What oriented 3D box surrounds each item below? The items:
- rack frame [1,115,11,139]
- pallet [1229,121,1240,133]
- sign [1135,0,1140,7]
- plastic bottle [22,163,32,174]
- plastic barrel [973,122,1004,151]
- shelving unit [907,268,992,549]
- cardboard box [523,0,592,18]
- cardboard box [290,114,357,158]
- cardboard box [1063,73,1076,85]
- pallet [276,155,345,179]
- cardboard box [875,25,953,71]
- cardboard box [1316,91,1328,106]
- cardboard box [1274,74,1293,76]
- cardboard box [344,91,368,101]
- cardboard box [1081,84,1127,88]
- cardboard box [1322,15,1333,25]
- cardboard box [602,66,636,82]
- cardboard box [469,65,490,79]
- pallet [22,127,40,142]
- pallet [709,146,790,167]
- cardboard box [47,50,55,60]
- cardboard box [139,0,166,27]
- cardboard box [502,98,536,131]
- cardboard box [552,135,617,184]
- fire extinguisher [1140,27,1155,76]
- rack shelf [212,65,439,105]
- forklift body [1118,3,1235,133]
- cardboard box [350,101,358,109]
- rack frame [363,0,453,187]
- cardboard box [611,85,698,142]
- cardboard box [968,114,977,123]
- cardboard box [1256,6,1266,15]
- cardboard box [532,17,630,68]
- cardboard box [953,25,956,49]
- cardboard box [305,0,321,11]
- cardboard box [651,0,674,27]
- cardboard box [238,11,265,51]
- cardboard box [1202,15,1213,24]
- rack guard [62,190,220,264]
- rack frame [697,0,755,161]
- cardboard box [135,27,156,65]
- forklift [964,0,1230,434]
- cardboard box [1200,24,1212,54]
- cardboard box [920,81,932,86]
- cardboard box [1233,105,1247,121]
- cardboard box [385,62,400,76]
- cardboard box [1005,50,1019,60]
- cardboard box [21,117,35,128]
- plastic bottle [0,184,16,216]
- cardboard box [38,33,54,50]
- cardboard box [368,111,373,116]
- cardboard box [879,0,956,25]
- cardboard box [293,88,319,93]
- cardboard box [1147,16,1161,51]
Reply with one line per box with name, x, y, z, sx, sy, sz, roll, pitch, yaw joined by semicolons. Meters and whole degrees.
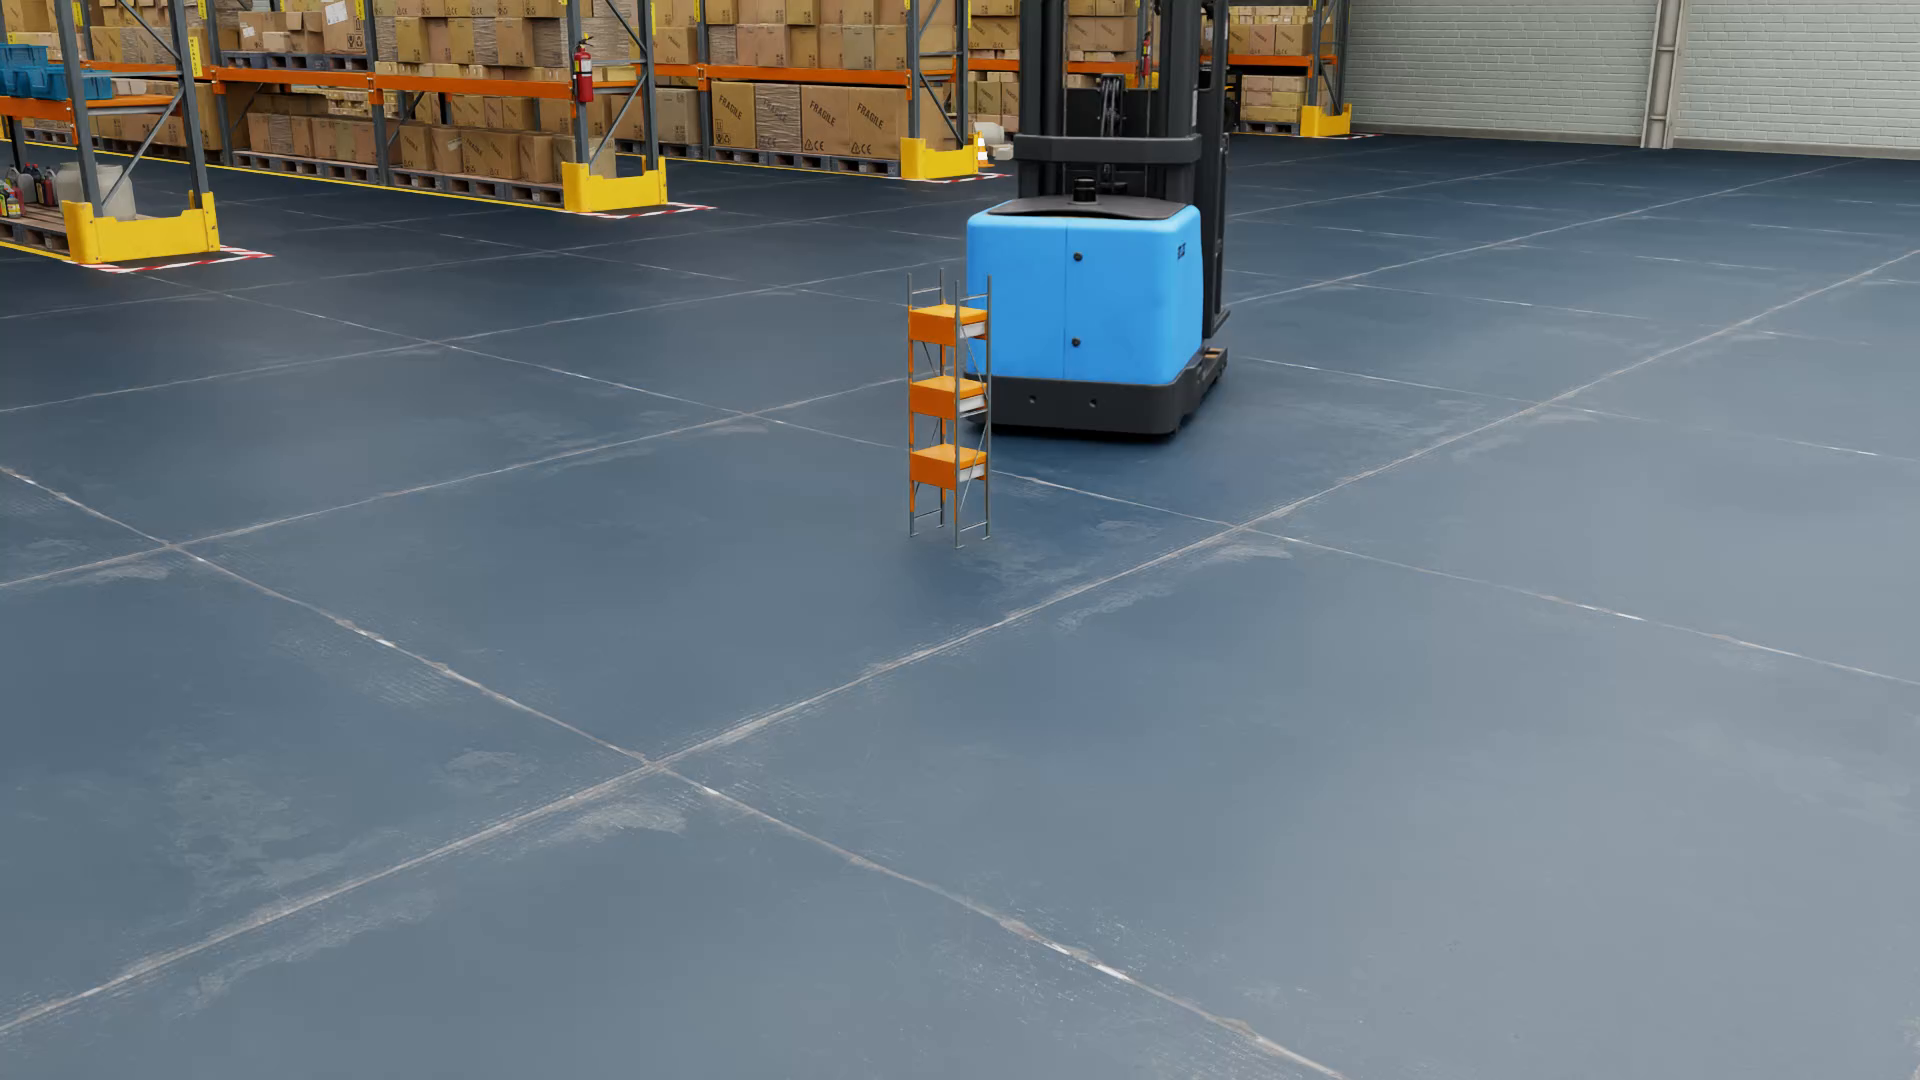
rack frame;-15.608;-8.217;27.545;0.127;3.000;1.000;15;23;39
pallet;4.721;-7.431;29.676;1.213;0.211;1.003;15;23;39
sign;2.554;-7.828;23.881;0.005;0.325;0.100;15;23;39
plastic bottle;-9.247;-3.570;16.554;0.185;0.351;0.144;14;23;38
plastic barrel;0.387;-6.091;25.105;0.512;0.421;0.421;-3;18;-8
shelving unit;-0.040;-0.511;6.487;0.252;1.050;0.215;15;23;39
cardboard box;-4.216;-5.725;17.383;0.500;0.500;0.500;15;23;39
cardboard box;-8.258;-5.278;21.690;0.700;0.500;0.500;-16;24;-41
cardboard box;1.660;-7.015;25.295;0.250;0.149;0.380;16;23;40
pallet;-8.133;-4.880;21.638;1.213;0.211;1.003;15;23;39
cardboard box;-0.581;-6.242;21.074;0.550;0.550;0.875;15;23;39
cardboard box;6.015;-7.640;28.751;0.500;0.250;0.500;16;23;40
cardboard box;5.619;-7.976;28.982;0.500;0.250;0.500;15;23;39
cardboard box;-10.712;-7.899;29.577;0.250;0.149;0.380;14;22;37
cardboard box;2.165;-6.596;25.047;0.500;0.500;0.500;15;23;40
cardboard box;6.147;-8.854;28.315;0.250;0.149;0.380;14;23;38
cardboard box;-3.696;-4.996;17.811;0.250;0.149;0.380;15;23;39
cardboard box;-5.183;-5.173;18.368;0.250;0.149;0.380;15;23;39
pallet;-14.958;-6.745;27.517;1.213;0.211;1.003;15;23;39
pallet;-2.748;-5.410;23.310;1.213;0.211;1.003;15;23;39
cardboard box;-13.832;-7.488;25.663;0.250;0.149;0.380;16;23;40
cardboard box;-11.152;-7.552;23.625;0.637;0.503;0.797;16;24;41
cardboard box;-6.922;-6.795;26.500;0.500;0.500;0.500;15;23;39
cardboard box;-4.097;-4.143;18.144;0.500;0.500;0.500;-13;22;-36
fire extinguisher;2.717;-7.083;24.098;0.183;0.674;0.296;15;23;39
rack shelf;-8.129;-5.867;21.327;4.000;0.370;1.077;15;23;39
forklift body;3.600;-7.934;28.056;1.214;2.155;2.313;15;23;39
cardboard box;-10.631;-7.769;29.661;0.250;0.149;0.380;14;22;37
rack frame;-6.633;-5.808;19.953;0.127;3.000;1.000;15;23;39
cardboard box;-4.508;-6.336;24.644;0.750;0.750;1.050;15;23;39
cardboard box;0.207;-6.760;26.805;0.500;0.250;0.500;14;22;37
cardboard box;5.266;-9.049;28.437;0.250;0.149;0.380;15;23;40
cardboard box;-4.034;-5.311;17.730;0.500;0.500;0.875;15;23;39
cardboard box;0.089;-8.088;26.481;0.500;0.500;0.500;15;23;39
cardboard box;-11.325;-9.626;29.673;0.500;0.500;0.500;14;23;38
cardboard box;-4.026;-7.635;23.893;0.500;0.500;0.700;15;23;38
cardboard box;-9.194;-6.759;22.092;0.500;0.500;0.500;12;21;33
cardboard box;4.444;-9.092;29.064;0.250;0.149;0.380;14;23;38
rack guard;-7.017;-2.697;14.284;0.348;0.500;1.175;15;23;39
rack frame;-3.265;-6.910;23.425;0.127;3.000;1.000;15;23;39
cardboard box;-11.298;-7.009;23.573;0.500;0.500;0.500;16;23;40
forklift;0.918;-2.310;9.046;1.130;2.935;3.031;5;18;15
cardboard box;4.538;-8.765;29.106;0.500;0.500;0.500;15;23;40
cardboard box;-0.581;-9.125;33.843;0.500;0.500;0.500;15;23;38
cardboard box;4.934;-7.487;29.097;0.500;0.250;0.500;15;23;40
cardboard box;-6.493;-5.524;19.473;0.250;0.149;0.380;15;23;39
cardboard box;0.918;-7.535;25.812;0.250;0.149;0.380;15;23;40
cardboard box;-15.076;-7.294;27.455;0.875;0.875;0.875;15;23;39
plastic bottle;-8.763;-3.122;15.265;0.135;0.276;0.152;15;23;40
cardboard box;-13.891;-7.719;25.733;0.500;0.250;0.500;16;23;40
cardboard box;-10.147;-7.469;29.205;0.250;0.149;0.380;14;22;37
cardboard box;-0.525;-6.776;20.971;0.550;0.550;0.875;15;23;39
cardboard box;-12.074;-8.262;30.721;0.250;0.149;0.380;14;22;37
cardboard box;2.767;-7.594;24.925;0.500;0.500;0.500;15;23;38
